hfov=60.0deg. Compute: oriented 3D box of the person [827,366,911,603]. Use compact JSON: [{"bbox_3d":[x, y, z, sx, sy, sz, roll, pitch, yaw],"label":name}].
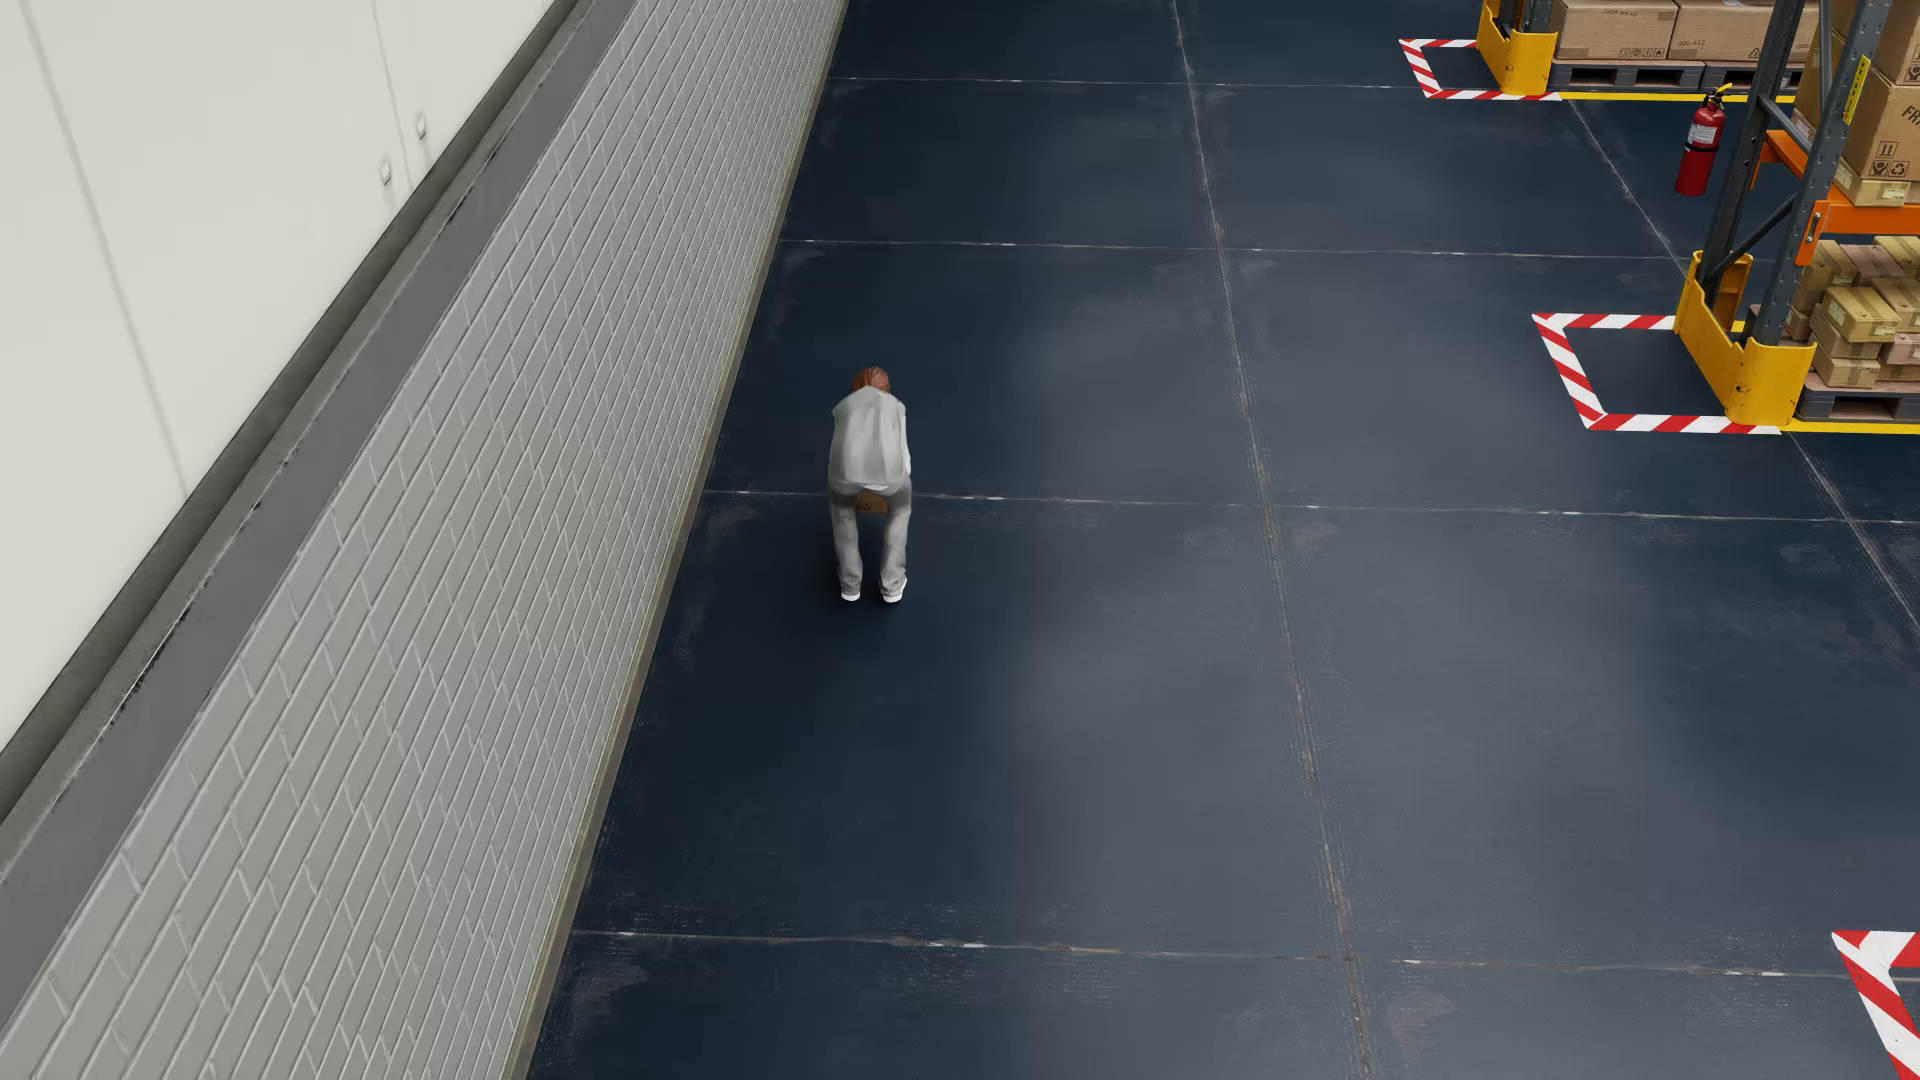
[{"bbox_3d":[-0.426,-0.275,8.012,0.397,0.991,0.872,0,36,0],"label":"person"}]
